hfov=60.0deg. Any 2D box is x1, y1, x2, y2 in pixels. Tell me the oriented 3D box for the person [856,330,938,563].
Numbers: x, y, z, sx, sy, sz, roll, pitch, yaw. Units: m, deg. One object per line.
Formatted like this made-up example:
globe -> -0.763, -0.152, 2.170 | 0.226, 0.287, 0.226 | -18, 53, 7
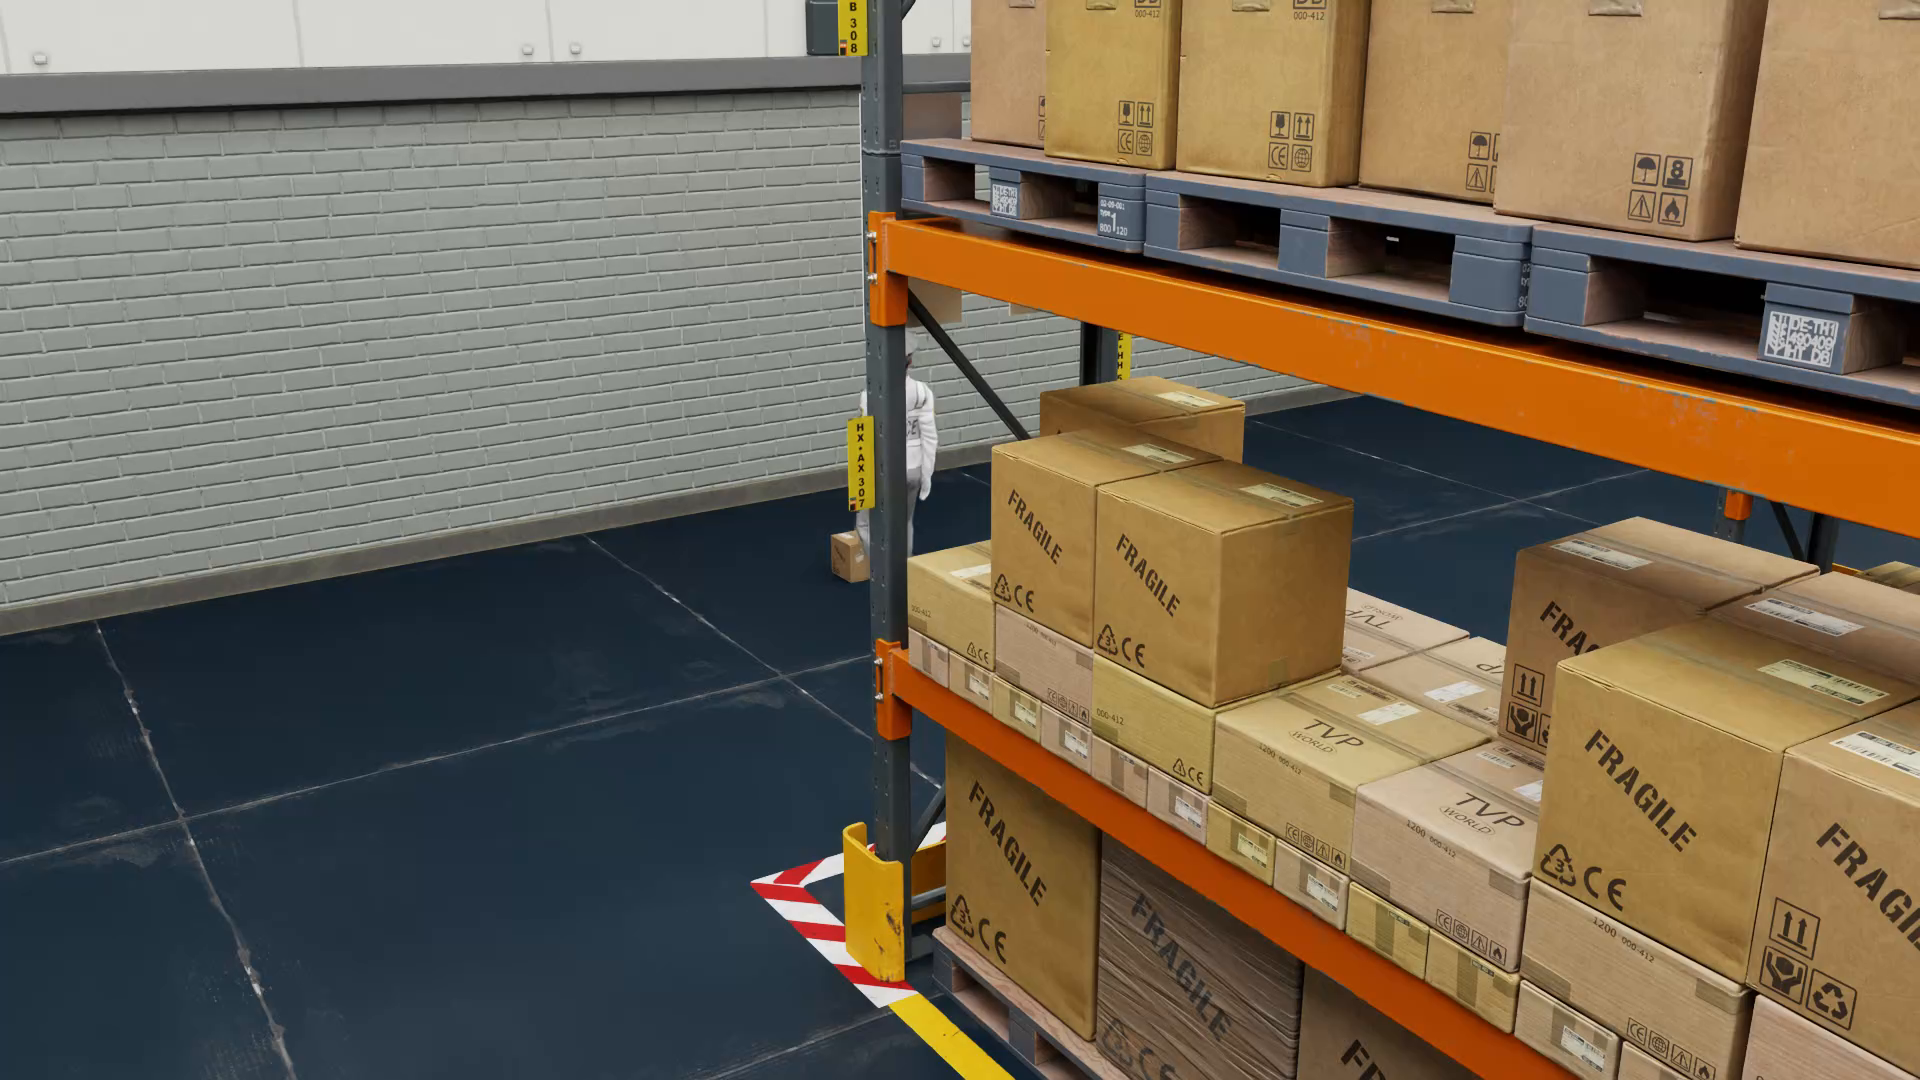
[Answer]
person -> -0.398, -0.423, 9.748 | 0.488, 1.661, 0.760 | -6, 19, -19
